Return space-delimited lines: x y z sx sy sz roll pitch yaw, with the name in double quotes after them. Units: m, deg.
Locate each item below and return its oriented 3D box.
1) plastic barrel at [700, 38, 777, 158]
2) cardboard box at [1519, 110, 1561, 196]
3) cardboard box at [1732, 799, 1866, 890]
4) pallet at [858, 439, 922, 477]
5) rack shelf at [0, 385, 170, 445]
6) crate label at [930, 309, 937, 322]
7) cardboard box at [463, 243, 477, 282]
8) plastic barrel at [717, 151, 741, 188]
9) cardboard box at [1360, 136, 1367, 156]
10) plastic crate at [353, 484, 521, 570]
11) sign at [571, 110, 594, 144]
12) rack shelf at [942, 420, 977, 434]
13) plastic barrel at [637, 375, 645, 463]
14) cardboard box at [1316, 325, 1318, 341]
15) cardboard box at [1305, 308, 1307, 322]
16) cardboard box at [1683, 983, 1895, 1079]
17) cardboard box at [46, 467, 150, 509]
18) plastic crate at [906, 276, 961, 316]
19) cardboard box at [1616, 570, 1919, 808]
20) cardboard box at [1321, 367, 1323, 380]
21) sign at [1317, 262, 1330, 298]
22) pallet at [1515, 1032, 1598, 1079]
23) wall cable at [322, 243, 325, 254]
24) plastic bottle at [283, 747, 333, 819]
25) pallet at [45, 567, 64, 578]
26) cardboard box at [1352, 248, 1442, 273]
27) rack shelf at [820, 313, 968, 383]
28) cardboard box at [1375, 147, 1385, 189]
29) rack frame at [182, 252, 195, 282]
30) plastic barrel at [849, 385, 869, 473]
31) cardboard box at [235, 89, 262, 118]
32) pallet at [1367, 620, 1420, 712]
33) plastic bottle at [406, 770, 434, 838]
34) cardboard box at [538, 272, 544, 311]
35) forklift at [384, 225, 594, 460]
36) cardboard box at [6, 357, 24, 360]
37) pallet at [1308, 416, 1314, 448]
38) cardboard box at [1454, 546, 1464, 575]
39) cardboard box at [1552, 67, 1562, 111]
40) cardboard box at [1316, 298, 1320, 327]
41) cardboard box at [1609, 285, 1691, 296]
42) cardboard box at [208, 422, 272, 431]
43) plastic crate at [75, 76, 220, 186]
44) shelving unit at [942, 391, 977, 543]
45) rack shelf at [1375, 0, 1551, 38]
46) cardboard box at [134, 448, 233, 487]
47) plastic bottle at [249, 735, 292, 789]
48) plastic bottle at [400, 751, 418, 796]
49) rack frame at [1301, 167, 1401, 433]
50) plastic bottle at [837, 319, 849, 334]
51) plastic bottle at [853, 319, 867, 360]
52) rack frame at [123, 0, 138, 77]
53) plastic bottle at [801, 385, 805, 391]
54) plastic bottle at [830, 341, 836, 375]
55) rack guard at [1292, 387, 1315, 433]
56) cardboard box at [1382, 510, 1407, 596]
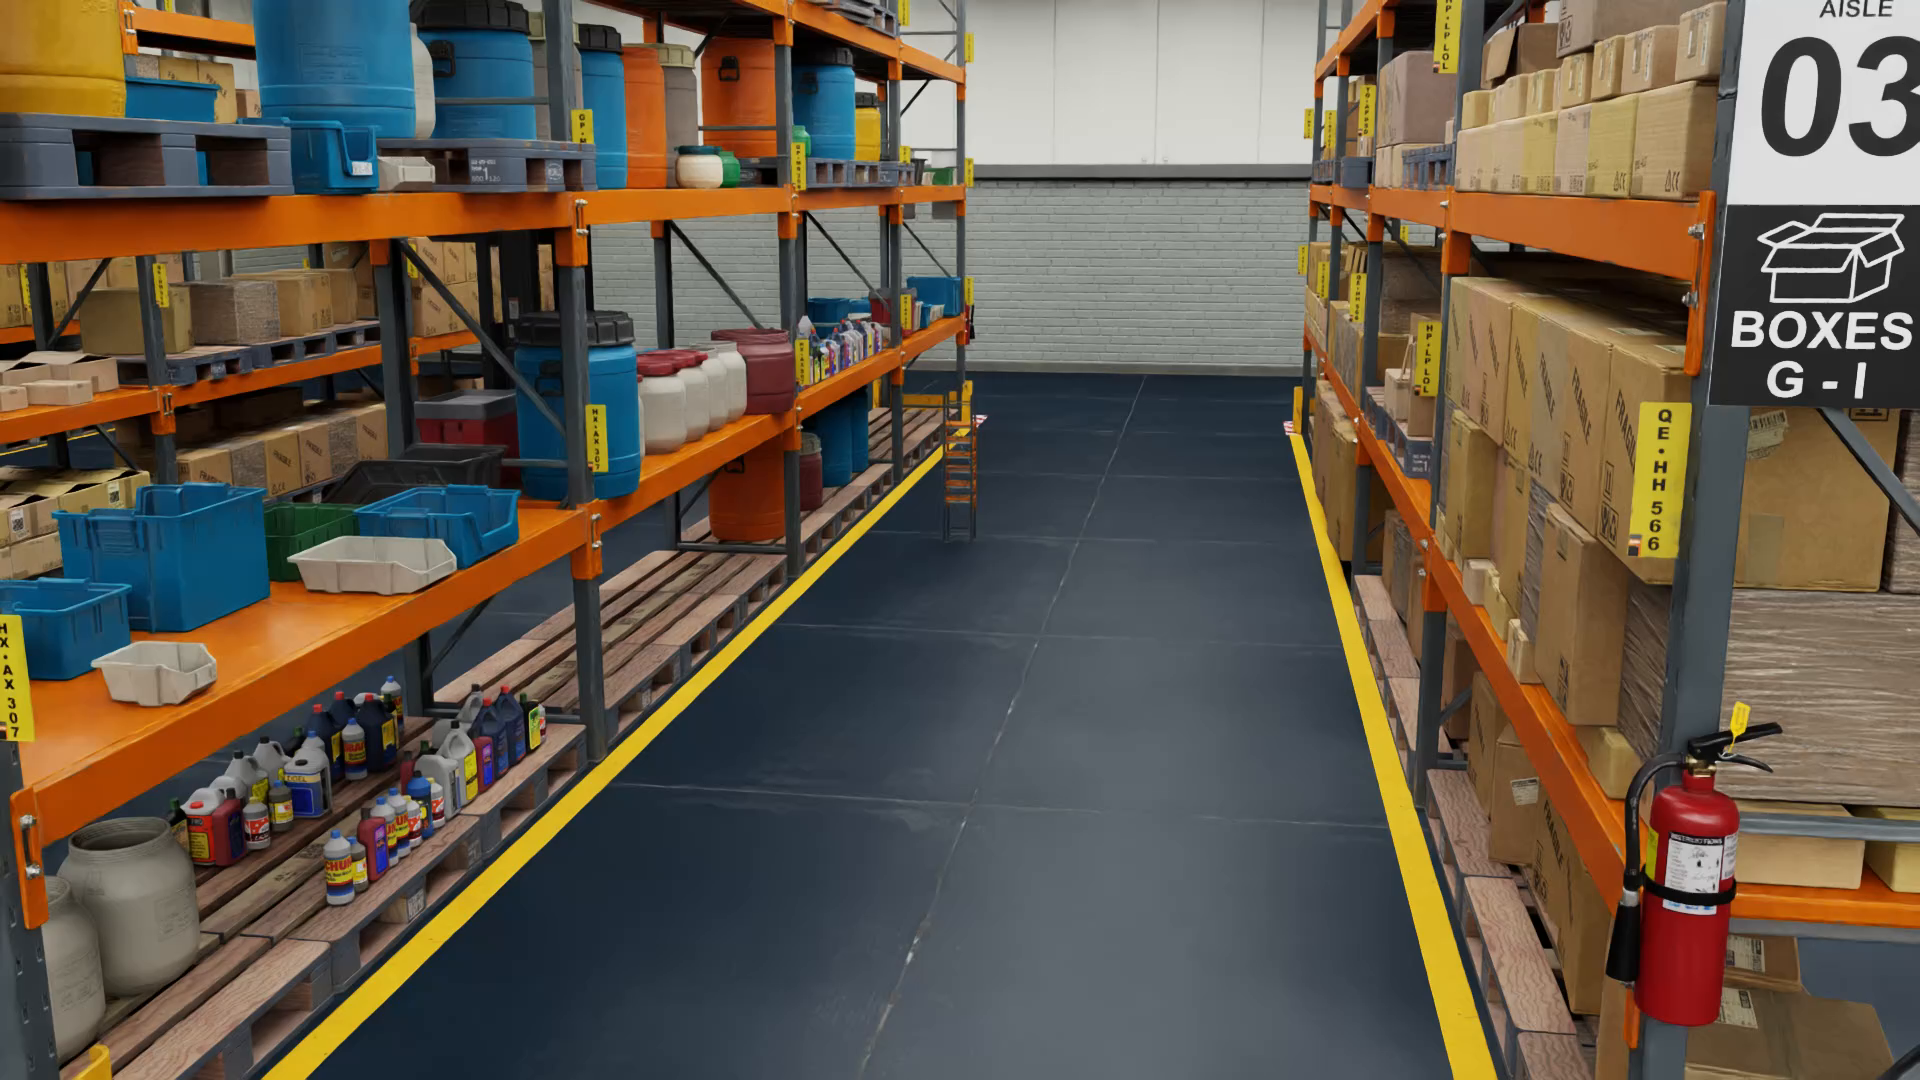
-1.579 -3.206 12.112 0.600 0.830 0.708 2 12 9 "plastic barrel"
2.050 -1.197 5.164 0.500 0.250 0.500 2 12 8 "cardboard box"
1.834 0.677 3.830 0.380 0.149 0.250 2 12 9 "cardboard box"
-0.980 -0.830 16.843 1.003 0.211 1.213 2 12 9 "pallet"
-6.871 -0.599 10.861 1.077 0.370 4.000 2 12 9 "rack shelf"
-0.463 -2.477 18.353 0.396 0.136 0.243 2 12 9 "crate label"
-5.439 -3.041 17.873 0.500 0.500 0.500 2 12 7 "cardboard box"
-1.657 -2.543 11.423 0.294 0.245 0.294 0 12 0 "plastic barrel"
3.582 -3.281 13.691 0.500 0.311 0.500 1 12 7 "cardboard box"
-2.187 -0.061 7.011 0.499 0.251 0.616 2 12 9 "plastic crate"
-1.743 -1.824 7.695 0.100 0.325 0.005 2 12 9 "sign"
-0.002 -0.892 13.287 0.258 0.103 0.180 2 12 9 "rack shelf"
-1.921 -0.632 8.982 0.433 0.535 0.433 0 12 0 "plastic barrel"
3.721 -2.044 16.453 0.380 0.149 0.250 2 12 10 "cardboard box"
4.074 -2.525 18.685 0.380 0.149 0.250 2 12 9 "cardboard box"
2.107 1.507 4.317 0.500 0.500 0.500 4 13 19 "cardboard box"
-6.401 -0.386 12.361 0.500 0.311 0.500 2 12 10 "cardboard box"
-0.306 -2.842 19.335 0.616 0.435 0.499 2 12 9 "plastic crate"
2.106 0.312 3.982 0.875 0.500 0.500 2 12 9 "cardboard box"
4.295 -1.552 17.622 0.875 0.875 0.875 2 12 9 "cardboard box"
3.291 -2.358 15.071 0.100 0.325 0.005 2 12 9 "sign"
2.166 1.799 4.644 1.003 0.211 1.213 2 12 9 "pallet"
-9.005 -5.773 26.291 3.097 2.526 0.112 2 12 9 "wall cable"
-2.763 1.025 7.038 0.152 0.276 0.135 2 12 9 "plastic bottle"
-6.729 0.166 12.222 1.003 0.211 1.213 2 12 9 "pallet"
3.632 -2.142 13.693 0.797 0.503 0.637 2 12 9 "cardboard box"
-0.747 -2.103 17.841 1.077 0.370 4.000 2 12 9 "rack shelf"
2.901 -2.349 10.509 0.500 0.250 0.500 2 12 10 "cardboard box"
-10.228 -3.192 21.186 1.000 3.000 0.127 2 12 9 "rack frame"
-1.155 -1.105 15.487 0.600 0.901 0.708 2 12 9 "plastic barrel"
-6.301 -3.589 14.436 0.600 0.600 0.600 1 12 6 "cardboard box"
2.913 0.734 9.589 1.003 0.211 1.213 2 12 9 "pallet"
-2.214 1.076 6.811 0.097 0.271 0.097 0 12 0 "plastic bottle"
-5.209 -2.871 19.459 0.500 0.500 0.500 2 12 9 "cardboard box"
-4.179 -1.892 15.313 3.031 2.935 1.130 6 14 27 "forklift"
-10.687 -2.006 19.078 0.380 0.149 0.250 2 12 9 "cardboard box"
4.409 -1.179 18.462 1.003 0.211 1.213 2 12 9 "pallet"
2.217 0.050 6.740 0.380 0.149 0.250 2 12 9 "cardboard box"
2.085 -1.416 5.232 0.380 0.149 0.250 2 12 10 "cardboard box"
3.804 -2.265 16.532 0.500 0.250 0.500 2 12 10 "cardboard box"
2.736 -0.689 6.254 0.500 0.500 0.500 2 12 9 "cardboard box"
-6.497 -0.780 14.881 0.500 0.500 0.500 1 12 7 "cardboard box"
-2.904 -1.406 5.815 0.392 0.384 0.575 2 12 9 "plastic crate"
-0.002 -0.584 13.353 0.258 1.200 0.189 2 12 9 "shelving unit"
2.917 -3.015 8.779 1.077 0.370 4.000 2 12 9 "rack shelf"
-6.211 -0.446 13.331 0.500 0.500 0.500 2 12 11 "cardboard box"
-2.913 0.989 7.028 0.144 0.351 0.185 2 12 8 "plastic bottle"
-2.313 1.020 7.042 0.061 0.283 0.133 2 12 9 "plastic bottle"
4.455 -2.711 18.952 1.000 3.000 0.127 2 12 9 "rack frame"
-1.043 -1.779 14.744 0.144 0.351 0.185 2 12 9 "plastic bottle"
-0.901 -1.774 14.722 0.144 0.351 0.185 2 12 9 "plastic bottle"
-6.564 -4.300 12.086 1.000 3.000 0.127 2 12 9 "rack frame"
-1.224 -1.232 12.561 0.097 0.201 0.097 0 12 0 "plastic bottle"
-1.061 -1.486 13.576 0.097 0.271 0.097 0 12 0 "plastic bottle"
4.458 -1.494 19.238 1.175 0.500 0.348 2 12 9 "rack guard"
3.141 0.102 10.791 0.700 0.500 0.500 1 12 6 "cardboard box"
